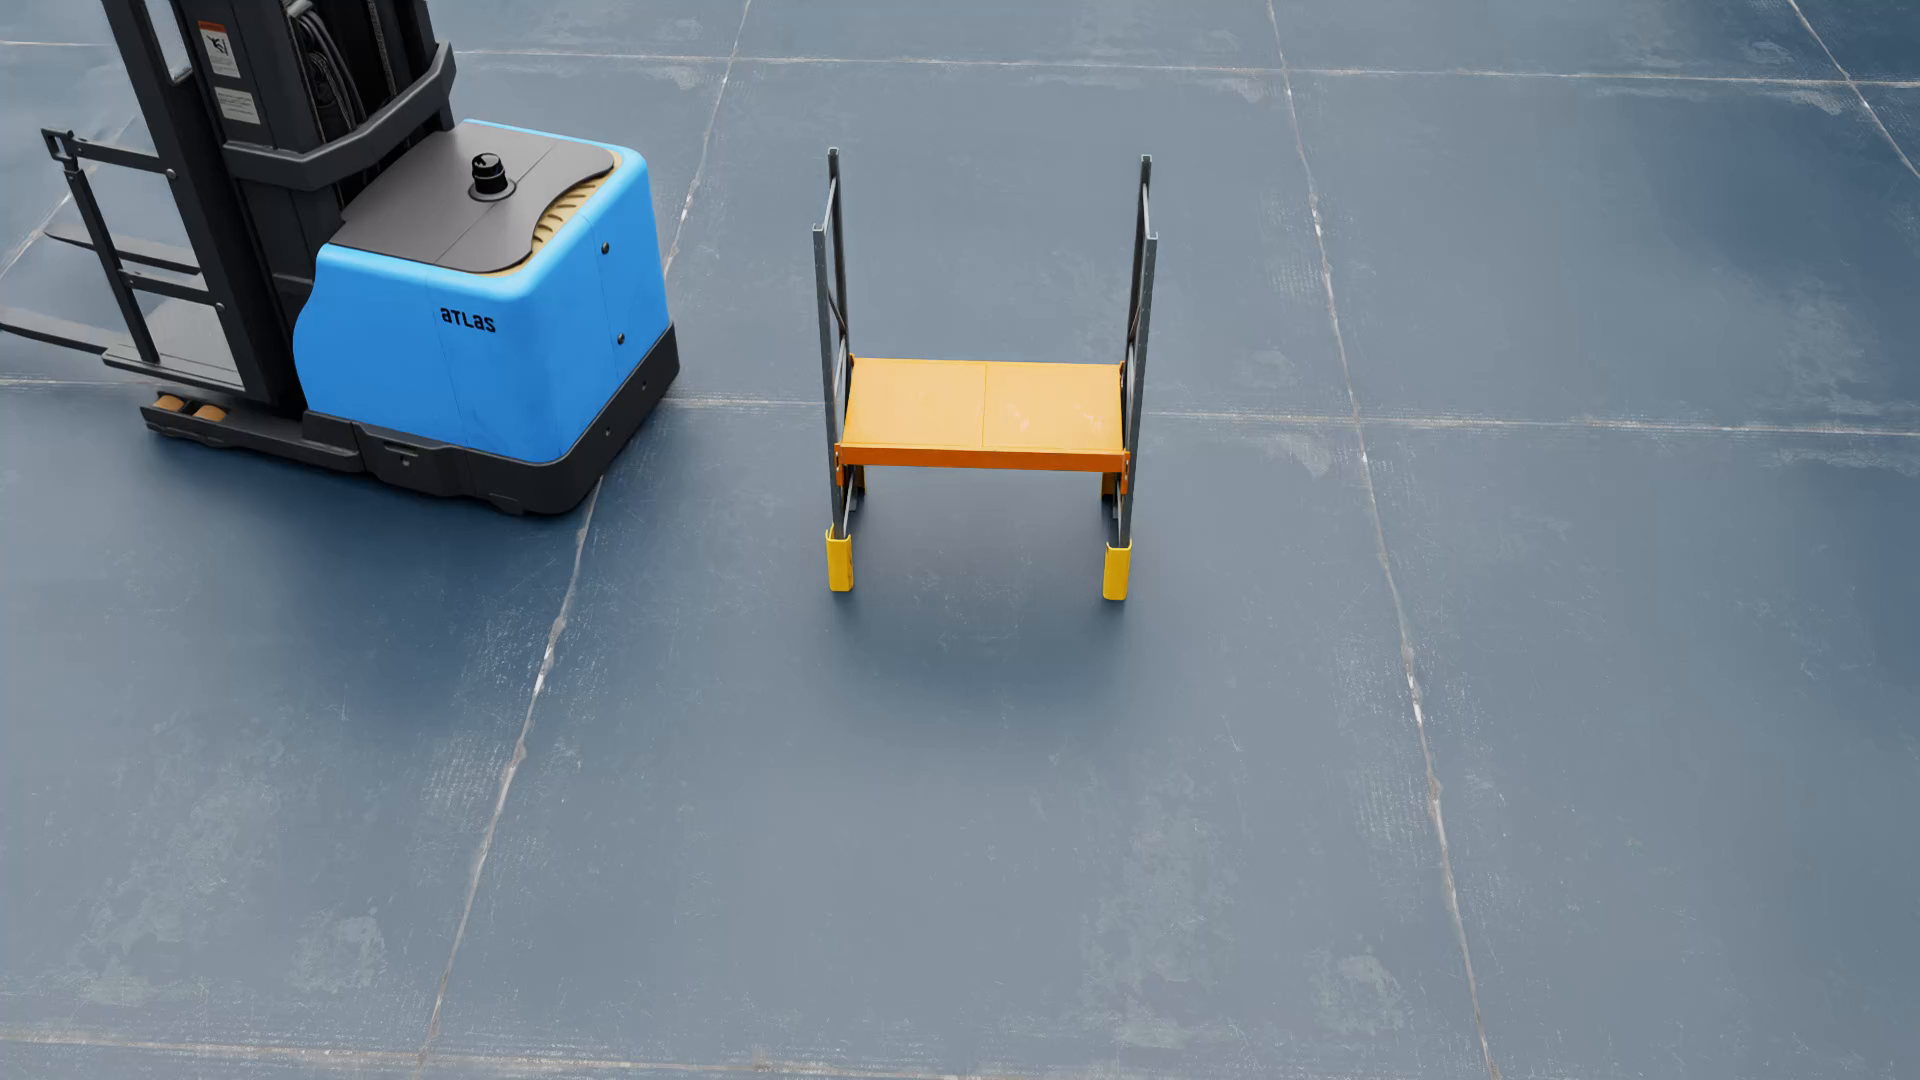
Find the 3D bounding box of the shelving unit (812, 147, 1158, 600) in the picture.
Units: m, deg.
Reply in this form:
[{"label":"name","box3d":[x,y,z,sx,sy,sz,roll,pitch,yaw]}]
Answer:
[{"label":"shelving unit","box3d":[0.076,-0.546,5.736,1.083,1.500,0.587,2,43,2]}]

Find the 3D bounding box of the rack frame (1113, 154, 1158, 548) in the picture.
[{"label":"rack frame","box3d":[0.593,-0.531,5.719,0.032,1.500,0.500,2,43,2]}]

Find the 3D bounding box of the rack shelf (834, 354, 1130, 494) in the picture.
[{"label":"rack shelf","box3d":[0.085,-0.415,5.859,1.000,0.185,0.538,2,43,2]}]

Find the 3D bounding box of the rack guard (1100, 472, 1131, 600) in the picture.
[{"label":"rack guard","box3d":[0.574,-0.074,6.146,0.087,0.250,0.587,2,43,2]}]

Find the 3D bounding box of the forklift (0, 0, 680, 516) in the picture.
[{"label":"forklift","box3d":[-2.737,-1.770,5.999,3.031,2.935,1.130,13,45,14]}]

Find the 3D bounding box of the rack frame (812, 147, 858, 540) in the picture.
[{"label":"rack frame","box3d":[-0.423,-0.562,5.753,0.032,1.500,0.500,2,43,2]}]

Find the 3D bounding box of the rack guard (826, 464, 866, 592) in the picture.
[{"label":"rack guard","box3d":[-0.421,-0.104,6.179,0.087,0.250,0.587,2,43,2]}]
